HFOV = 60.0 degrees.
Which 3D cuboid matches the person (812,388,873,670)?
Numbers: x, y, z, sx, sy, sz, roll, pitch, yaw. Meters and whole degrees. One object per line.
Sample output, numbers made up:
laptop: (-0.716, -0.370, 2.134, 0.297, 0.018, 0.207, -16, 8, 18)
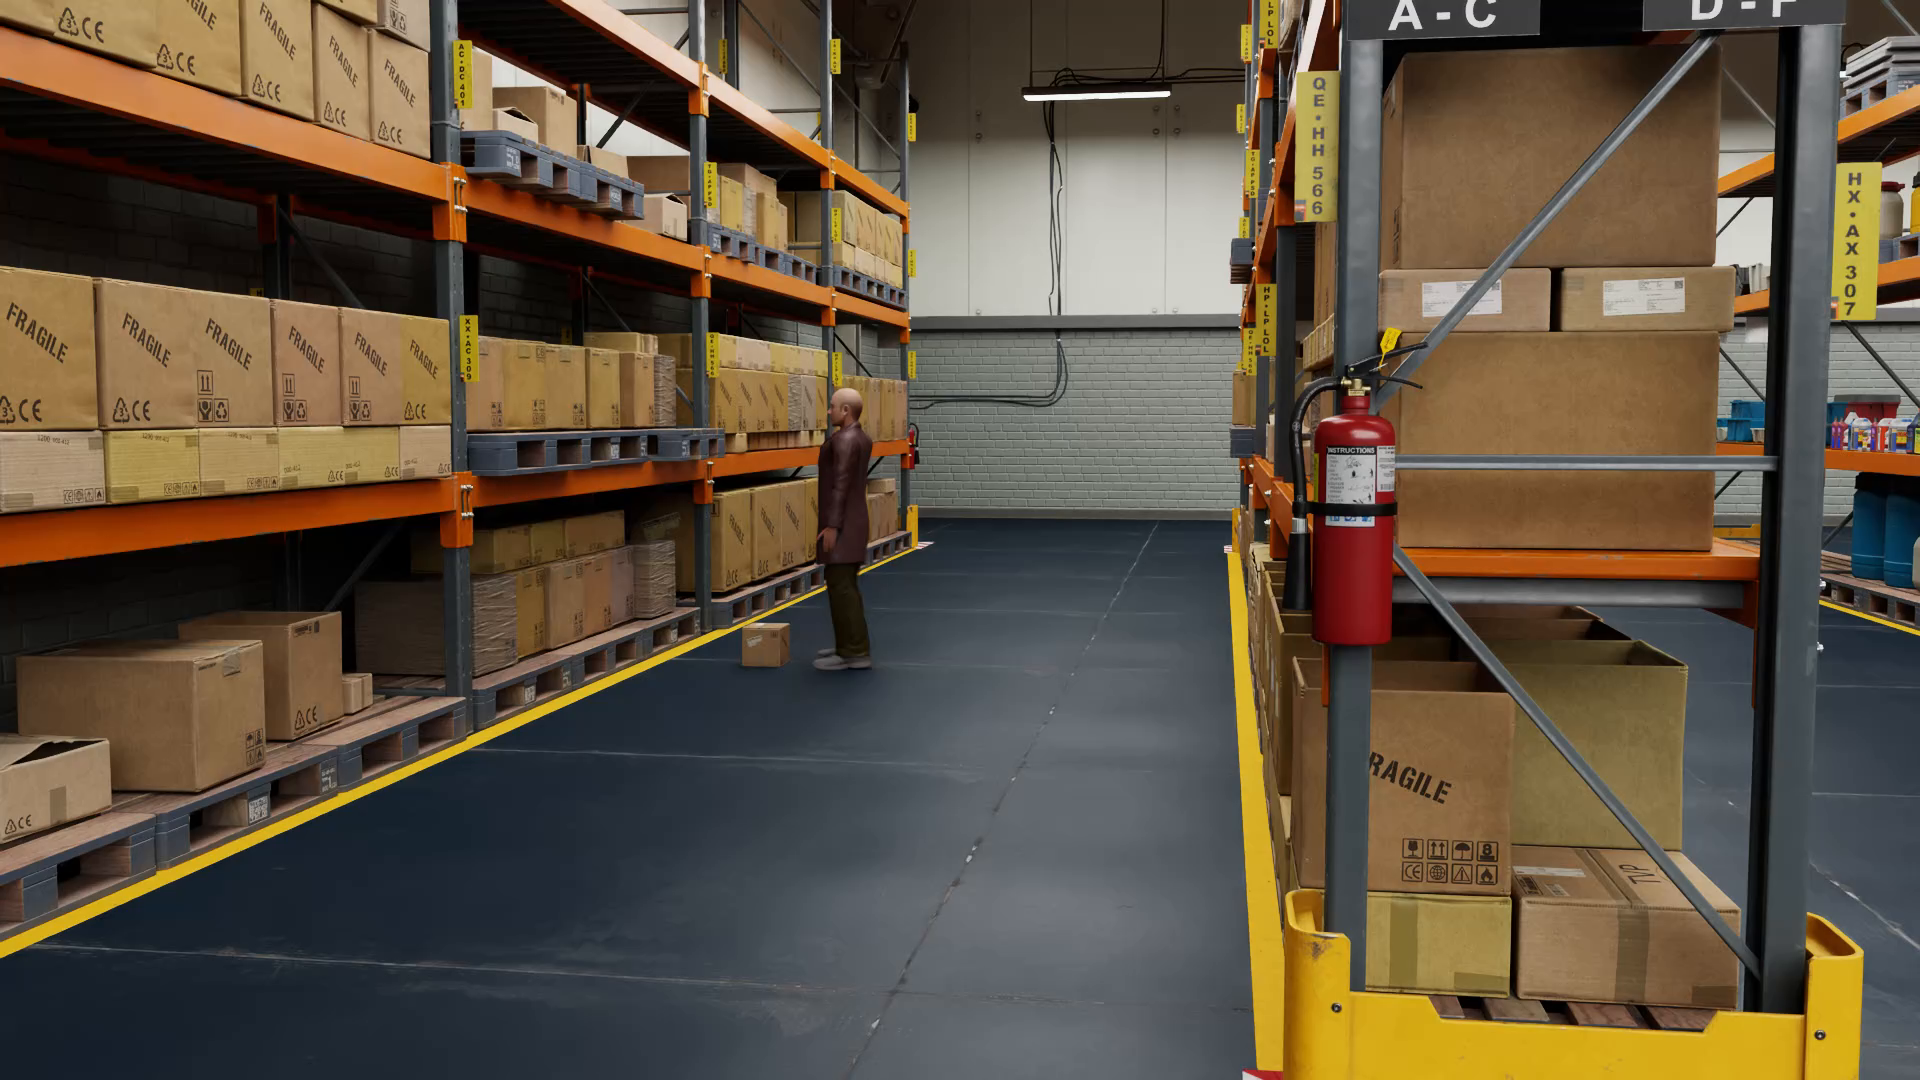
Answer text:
person: (-0.755, -0.073, 10.597, 0.420, 1.783, 0.560, 1, 4, 10)
